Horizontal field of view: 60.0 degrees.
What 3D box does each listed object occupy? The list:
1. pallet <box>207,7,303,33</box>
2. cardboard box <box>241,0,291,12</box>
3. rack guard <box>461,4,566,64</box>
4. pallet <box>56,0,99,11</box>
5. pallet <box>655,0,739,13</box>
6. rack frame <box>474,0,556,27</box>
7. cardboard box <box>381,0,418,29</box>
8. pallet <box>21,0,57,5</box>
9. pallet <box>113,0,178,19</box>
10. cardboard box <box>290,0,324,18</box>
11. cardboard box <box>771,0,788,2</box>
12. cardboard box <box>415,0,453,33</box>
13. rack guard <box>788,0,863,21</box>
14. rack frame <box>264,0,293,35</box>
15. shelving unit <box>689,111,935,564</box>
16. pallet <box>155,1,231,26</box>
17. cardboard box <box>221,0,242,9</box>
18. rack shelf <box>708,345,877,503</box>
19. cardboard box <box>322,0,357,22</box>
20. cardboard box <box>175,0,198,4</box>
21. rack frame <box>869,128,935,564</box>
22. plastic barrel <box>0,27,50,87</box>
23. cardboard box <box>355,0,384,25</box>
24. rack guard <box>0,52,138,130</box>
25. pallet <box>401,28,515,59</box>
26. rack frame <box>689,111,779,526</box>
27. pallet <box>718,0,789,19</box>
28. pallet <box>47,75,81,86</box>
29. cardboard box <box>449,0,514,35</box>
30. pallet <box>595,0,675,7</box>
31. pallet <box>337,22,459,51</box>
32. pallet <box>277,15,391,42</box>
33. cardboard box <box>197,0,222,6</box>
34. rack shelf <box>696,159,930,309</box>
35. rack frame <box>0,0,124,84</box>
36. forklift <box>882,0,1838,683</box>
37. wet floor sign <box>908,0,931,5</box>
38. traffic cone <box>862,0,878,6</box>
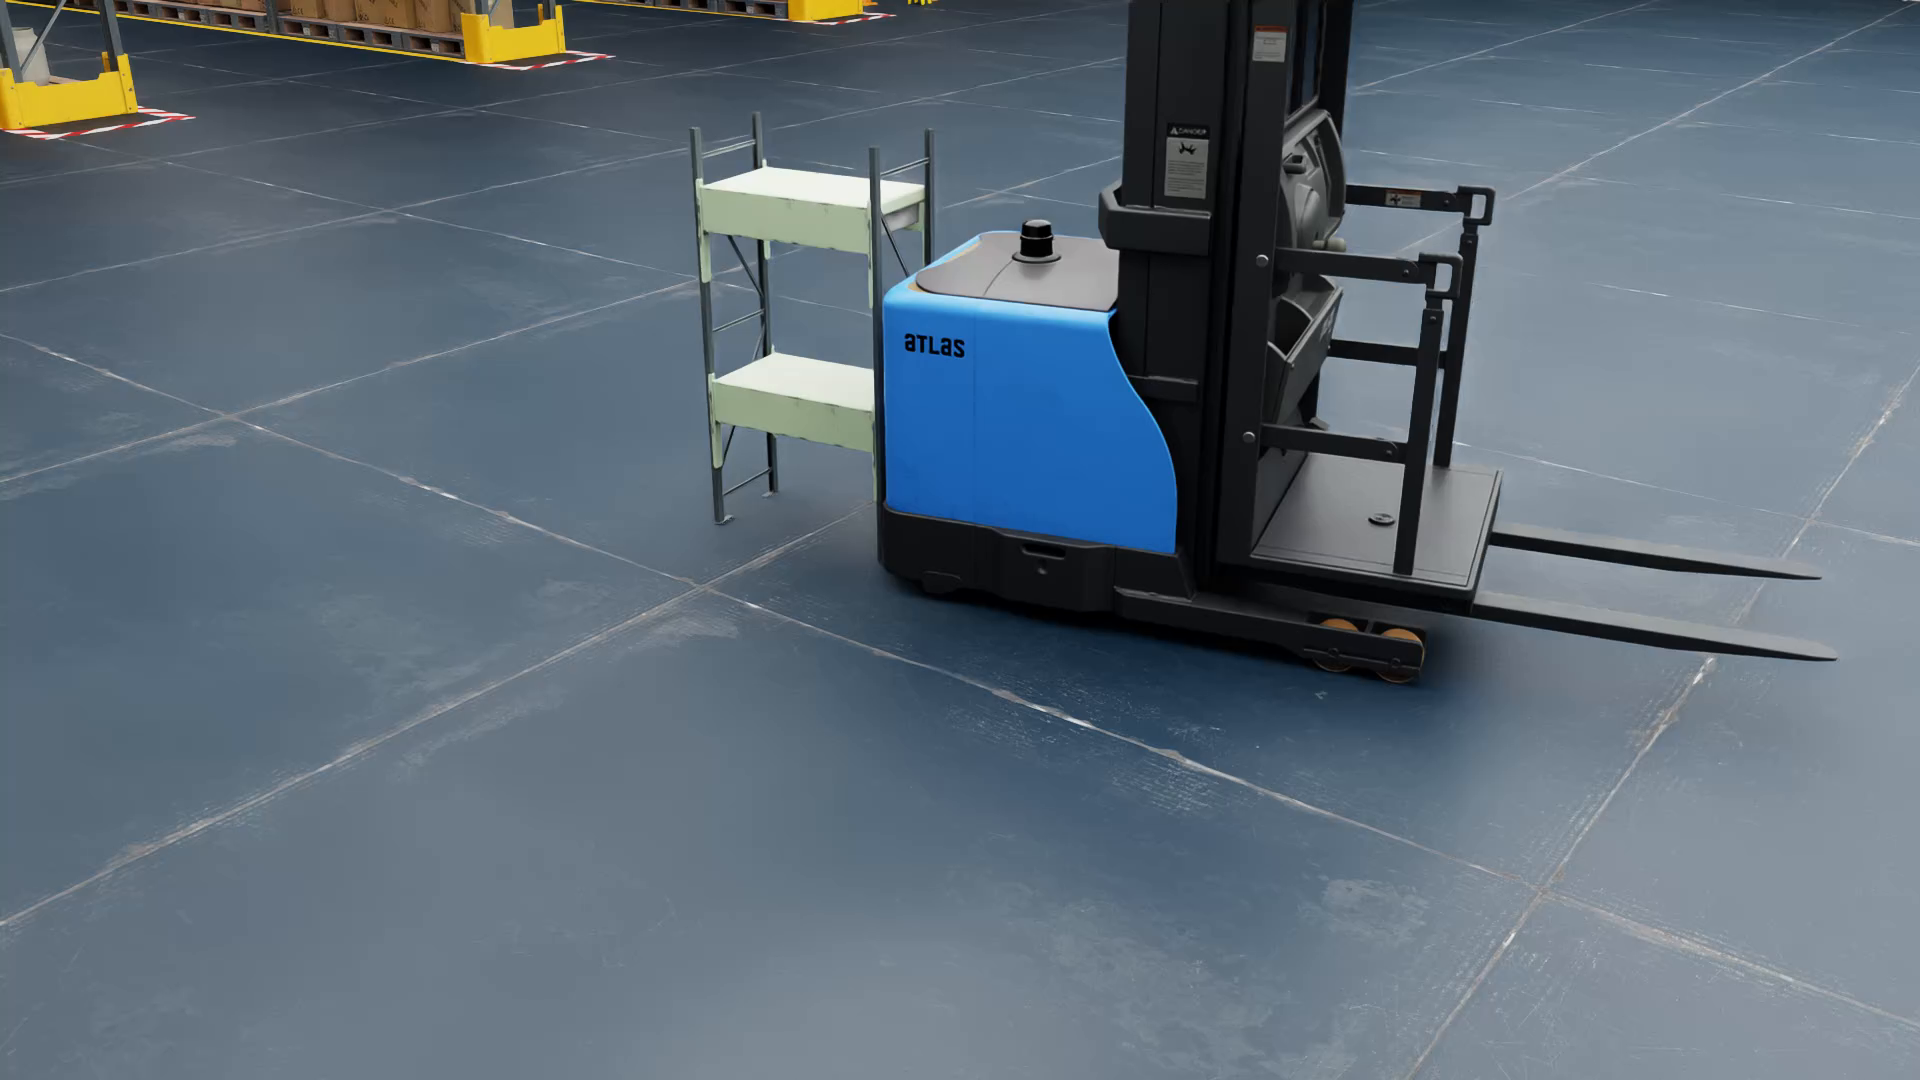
[{"bbox_3d":[-8.661,-6.574,20.909,1.213,0.211,1.003,17,29,33],"label":"pallet"},{"bbox_3d":[-8.515,-6.875,20.689,0.500,0.500,0.700,14,28,29],"label":"cardboard box"},{"bbox_3d":[-4.897,-5.570,18.271,0.348,0.500,1.175,17,29,33],"label":"rack guard"},{"bbox_3d":[-11.823,-7.569,23.166,1.213,0.211,1.003,17,29,33],"label":"pallet"},{"bbox_3d":[-3.439,-7.458,22.916,1.213,0.211,1.003,17,29,33],"label":"pallet"},{"bbox_3d":[-4.836,-6.695,17.725,0.127,3.000,1.000,17,29,33],"label":"rack frame"},{"bbox_3d":[-6.314,-6.191,19.160,0.500,0.500,0.500,20,31,38],"label":"cardboard box"},{"bbox_3d":[-12.795,-7.864,23.836,1.213,0.211,1.003,17,29,33],"label":"pallet"},{"bbox_3d":[-10.613,-7.164,22.248,1.213,0.211,1.003,17,29,33],"label":"pallet"},{"bbox_3d":[-7.741,-6.601,20.091,0.500,0.500,0.500,16,28,32],"label":"cardboard box"},{"bbox_3d":[-2.363,-7.634,21.970,0.875,0.875,0.875,17,29,34],"label":"cardboard box"},{"bbox_3d":[-5.825,-6.033,18.803,0.500,0.500,0.500,-17,29,-34],"label":"cardboard box"},{"bbox_3d":[-1.761,-7.121,21.793,0.348,0.500,1.175,17,29,33],"label":"rack guard"},{"bbox_3d":[-8.037,-7.663,19.921,0.127,3.000,1.000,17,29,33],"label":"rack frame"},{"bbox_3d":[-0.515,-0.743,6.076,0.755,1.500,0.431,12,27,26],"label":"shelving unit"},{"bbox_3d":[-9.641,-6.869,21.578,1.213,0.211,1.003,17,29,33],"label":"pallet"},{"bbox_3d":[-8.886,-6.997,20.964,0.500,0.500,0.700,17,29,33],"label":"cardboard box"},{"bbox_3d":[-0.515,-0.444,6.207,0.720,0.370,0.431,12,27,26],"label":"rack shelf"},{"bbox_3d":[-7.278,-6.465,19.783,0.500,0.500,0.500,-16,28,-31],"label":"cardboard box"},{"bbox_3d":[-9.780,-7.267,21.577,0.500,0.500,0.700,20,31,38],"label":"cardboard box"},{"bbox_3d":[-0.194,-0.672,5.914,0.023,1.500,0.400,12,27,26],"label":"rack frame"},{"bbox_3d":[-8.379,-4.285,14.821,0.421,0.512,0.421,0,24,0],"label":"plastic barrel"},{"bbox_3d":[-6.734,-6.340,19.499,0.500,0.500,0.500,14,27,29],"label":"cardboard box"},{"bbox_3d":[-7.896,-3.957,14.610,0.348,0.500,1.175,17,29,33],"label":"rack guard"},{"bbox_3d":[-5.526,-5.645,18.801,1.213,0.211,1.003,17,29,33],"label":"pallet"},{"bbox_3d":[-0.836,-0.814,6.237,0.023,1.500,0.400,12,27,26],"label":"rack frame"},{"bbox_3d":[-2.467,-7.163,22.246,1.213,0.211,1.003,17,29,33],"label":"pallet"},{"bbox_3d":[-8.542,-4.023,15.118,1.213,0.211,1.003,17,29,33],"label":"pallet"},{"bbox_3d":[-5.326,-5.900,18.500,0.500,0.500,0.500,-20,31,-38],"label":"cardboard box"},{"bbox_3d":[-4.420,-7.753,23.585,1.213,0.211,1.003,17,29,33],"label":"pallet"},{"bbox_3d":[-6.498,-5.941,19.471,1.213,0.211,1.003,17,29,33],"label":"pallet"},{"bbox_3d":[-7.478,-6.235,20.140,1.213,0.211,1.003,17,29,33],"label":"pallet"},{"bbox_3d":[-9.333,-7.132,21.271,0.500,0.500,0.700,14,27,29],"label":"cardboard box"},{"bbox_3d":[-0.515,-1.100,5.918,0.720,0.370,0.431,12,27,26],"label":"rack shelf"},{"bbox_3d":[-7.807,-5.097,14.099,0.127,3.000,1.000,17,29,33],"label":"rack frame"},{"bbox_3d":[1.300,-1.135,5.190,3.031,2.935,1.130,9,25,20],"label":"forklift"},{"bbox_3d":[-0.570,-7.826,23.211,0.232,0.644,0.267,12,26,24],"label":"wet floor sign"},{"bbox_3d":[-1.354,-7.697,23.145,0.334,0.463,0.336,17,29,33],"label":"traffic cone"}]
